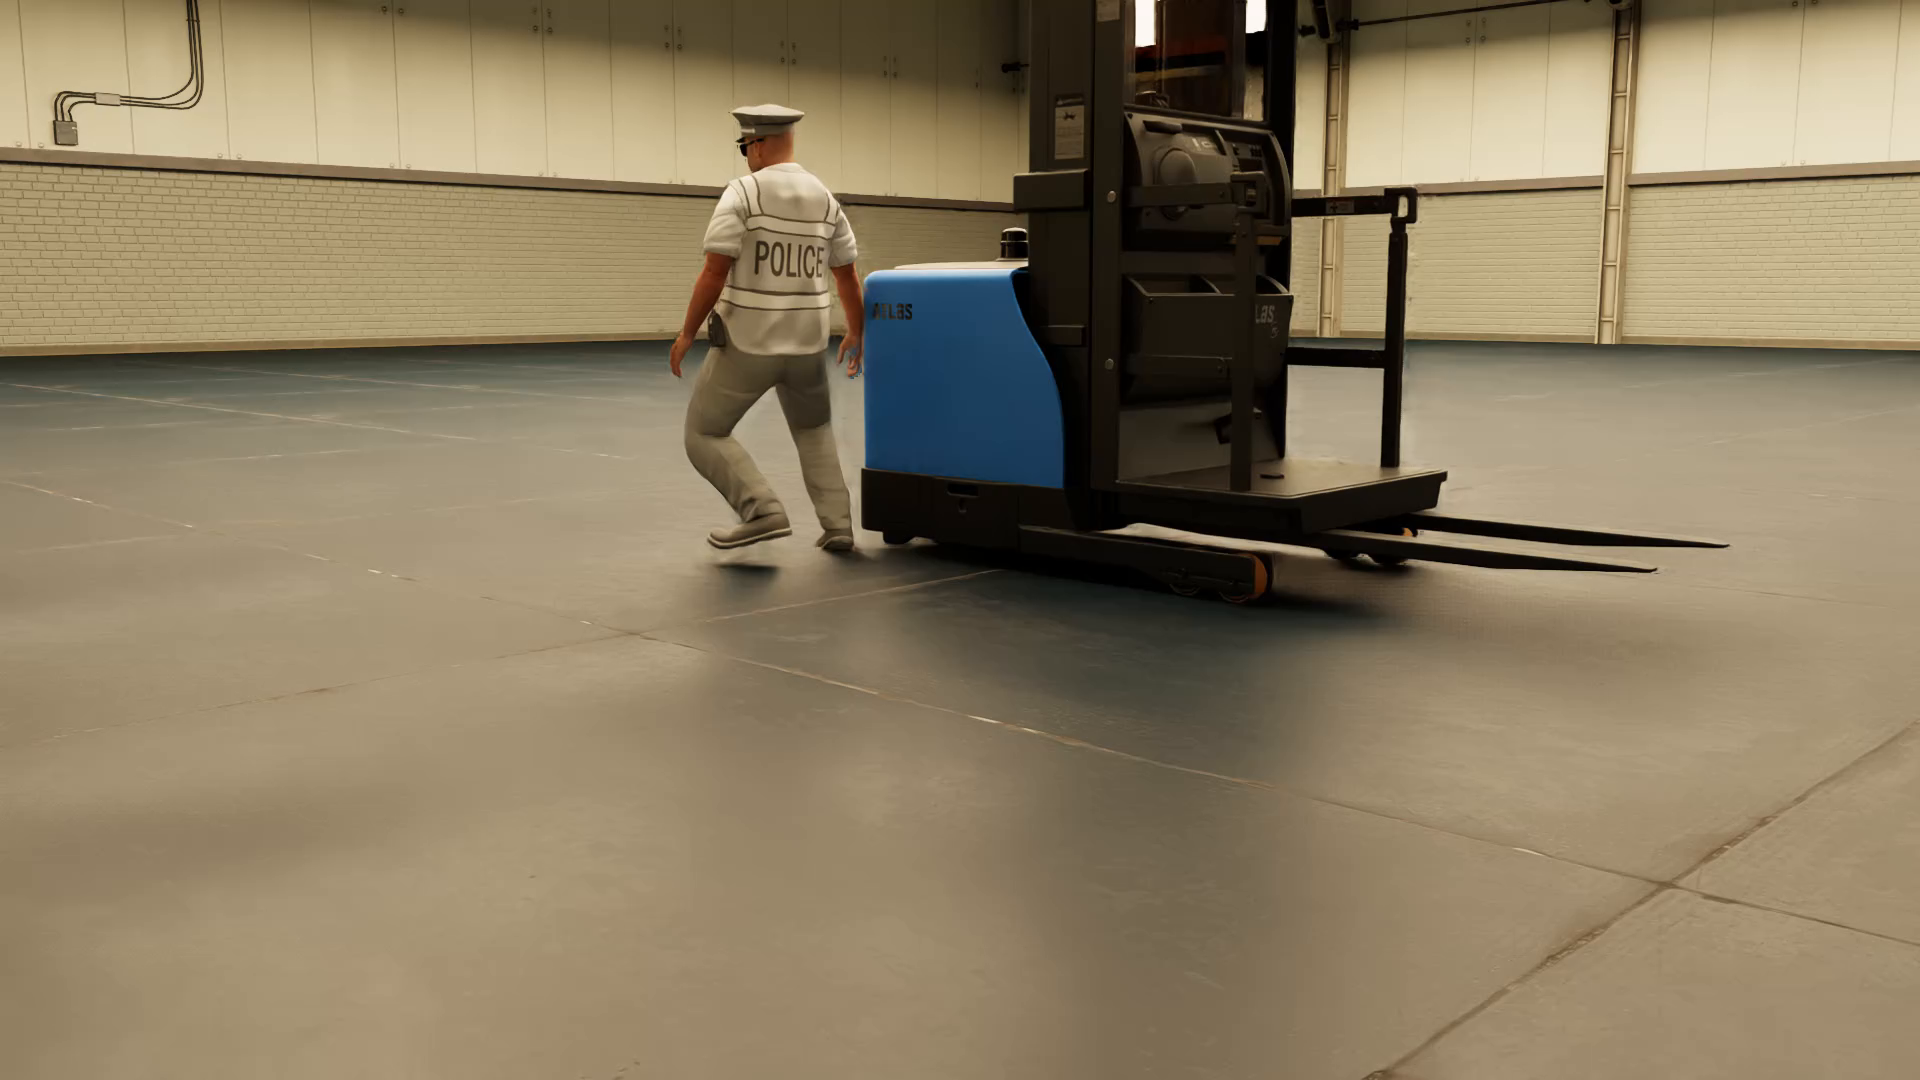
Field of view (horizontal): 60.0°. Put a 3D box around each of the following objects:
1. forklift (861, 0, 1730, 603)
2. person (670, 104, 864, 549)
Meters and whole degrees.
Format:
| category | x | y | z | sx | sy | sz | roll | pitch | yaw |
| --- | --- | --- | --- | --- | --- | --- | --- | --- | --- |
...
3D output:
| category | x | y | z | sx | sy | sz | roll | pitch | yaw |
| --- | --- | --- | --- | --- | --- | --- | --- | --- | --- |
| forklift | 1.038 | -1.332 | 5.719 | 3.031 | 2.935 | 1.130 | 8 | 12 | 42 |
| person | -0.683 | -0.741 | 6.236 | 0.823 | 1.723 | 0.454 | -6 | 10 | -34 |
